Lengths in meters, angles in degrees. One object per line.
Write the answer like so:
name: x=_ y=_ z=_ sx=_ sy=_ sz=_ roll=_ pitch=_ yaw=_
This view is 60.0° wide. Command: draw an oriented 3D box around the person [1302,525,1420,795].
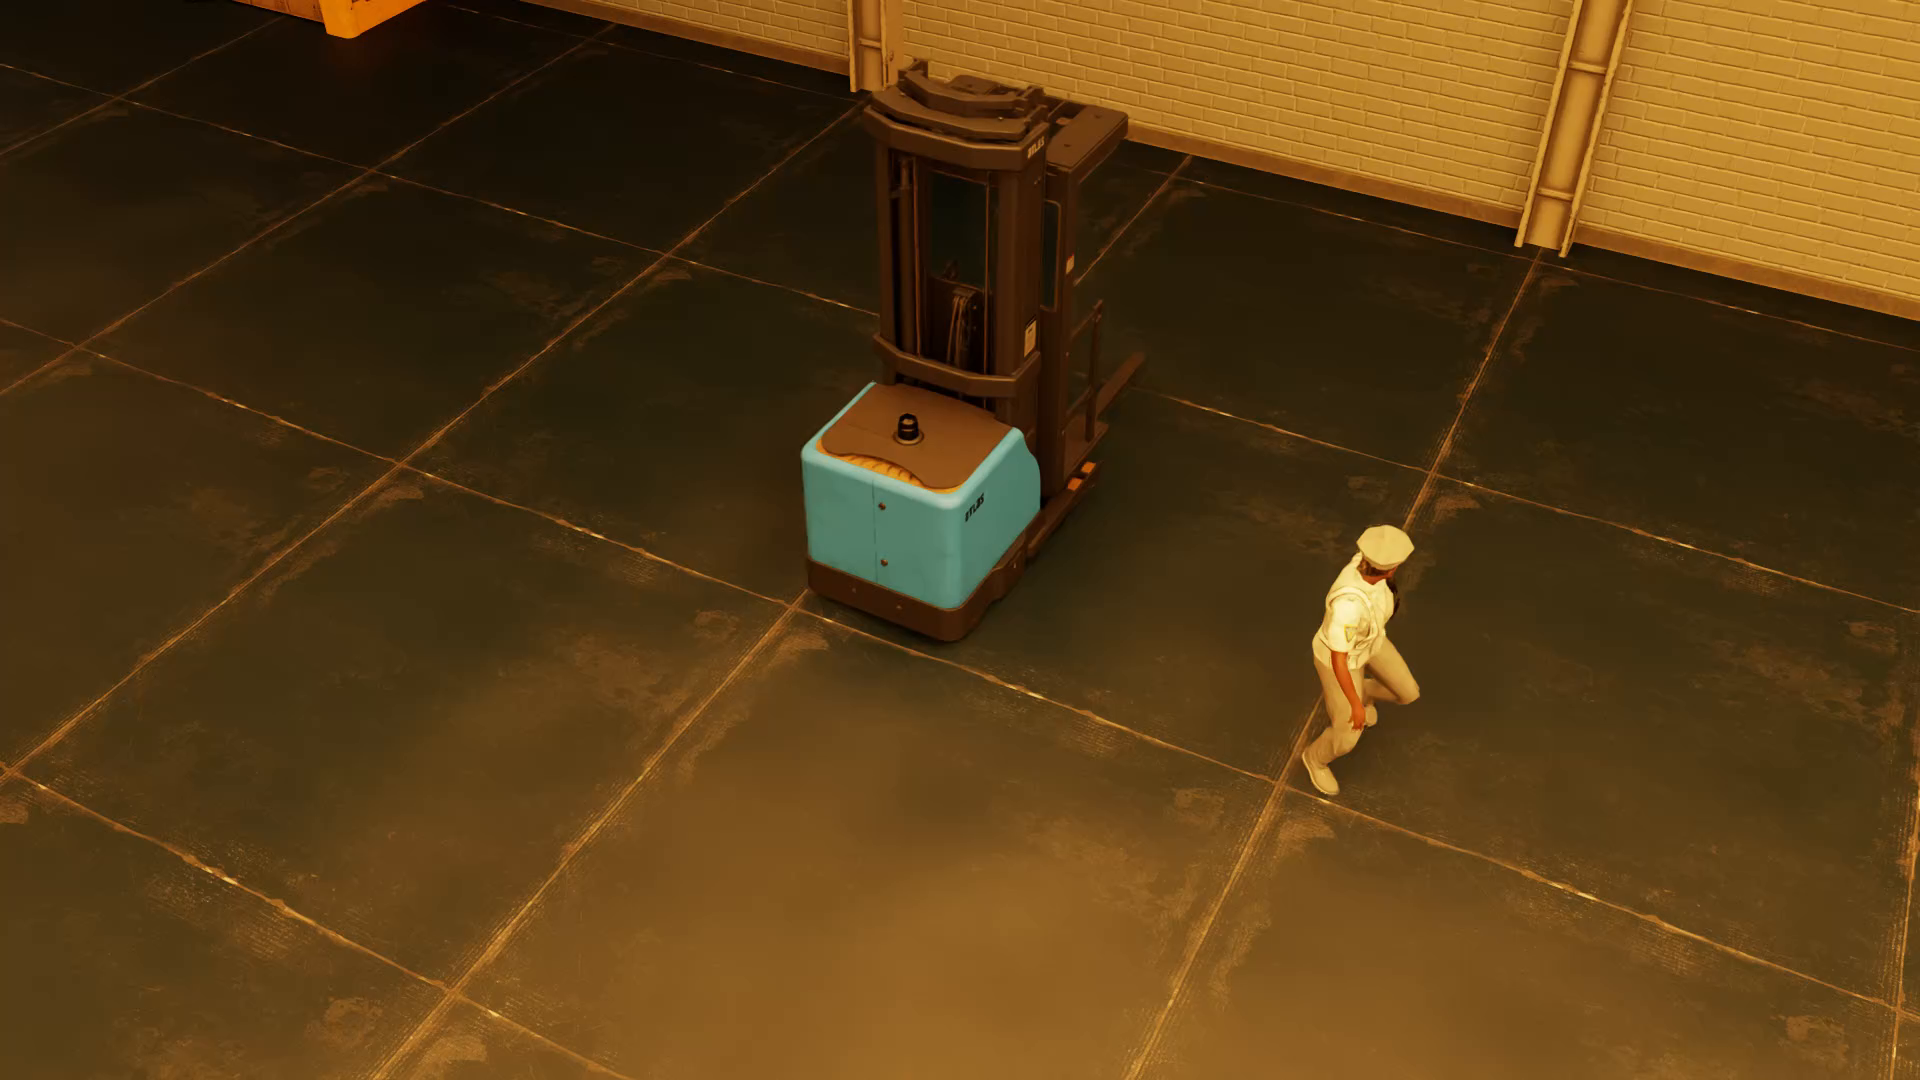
person: x=2.046 y=0.572 z=8.397 sx=0.772 sy=1.557 sz=0.520 roll=-32 pitch=49 yaw=-32

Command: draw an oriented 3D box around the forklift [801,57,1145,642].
forklift: x=0.252 y=-1.480 z=9.744 sx=1.130 sy=2.935 sz=3.031 roll=20 pitch=44 yaw=22
